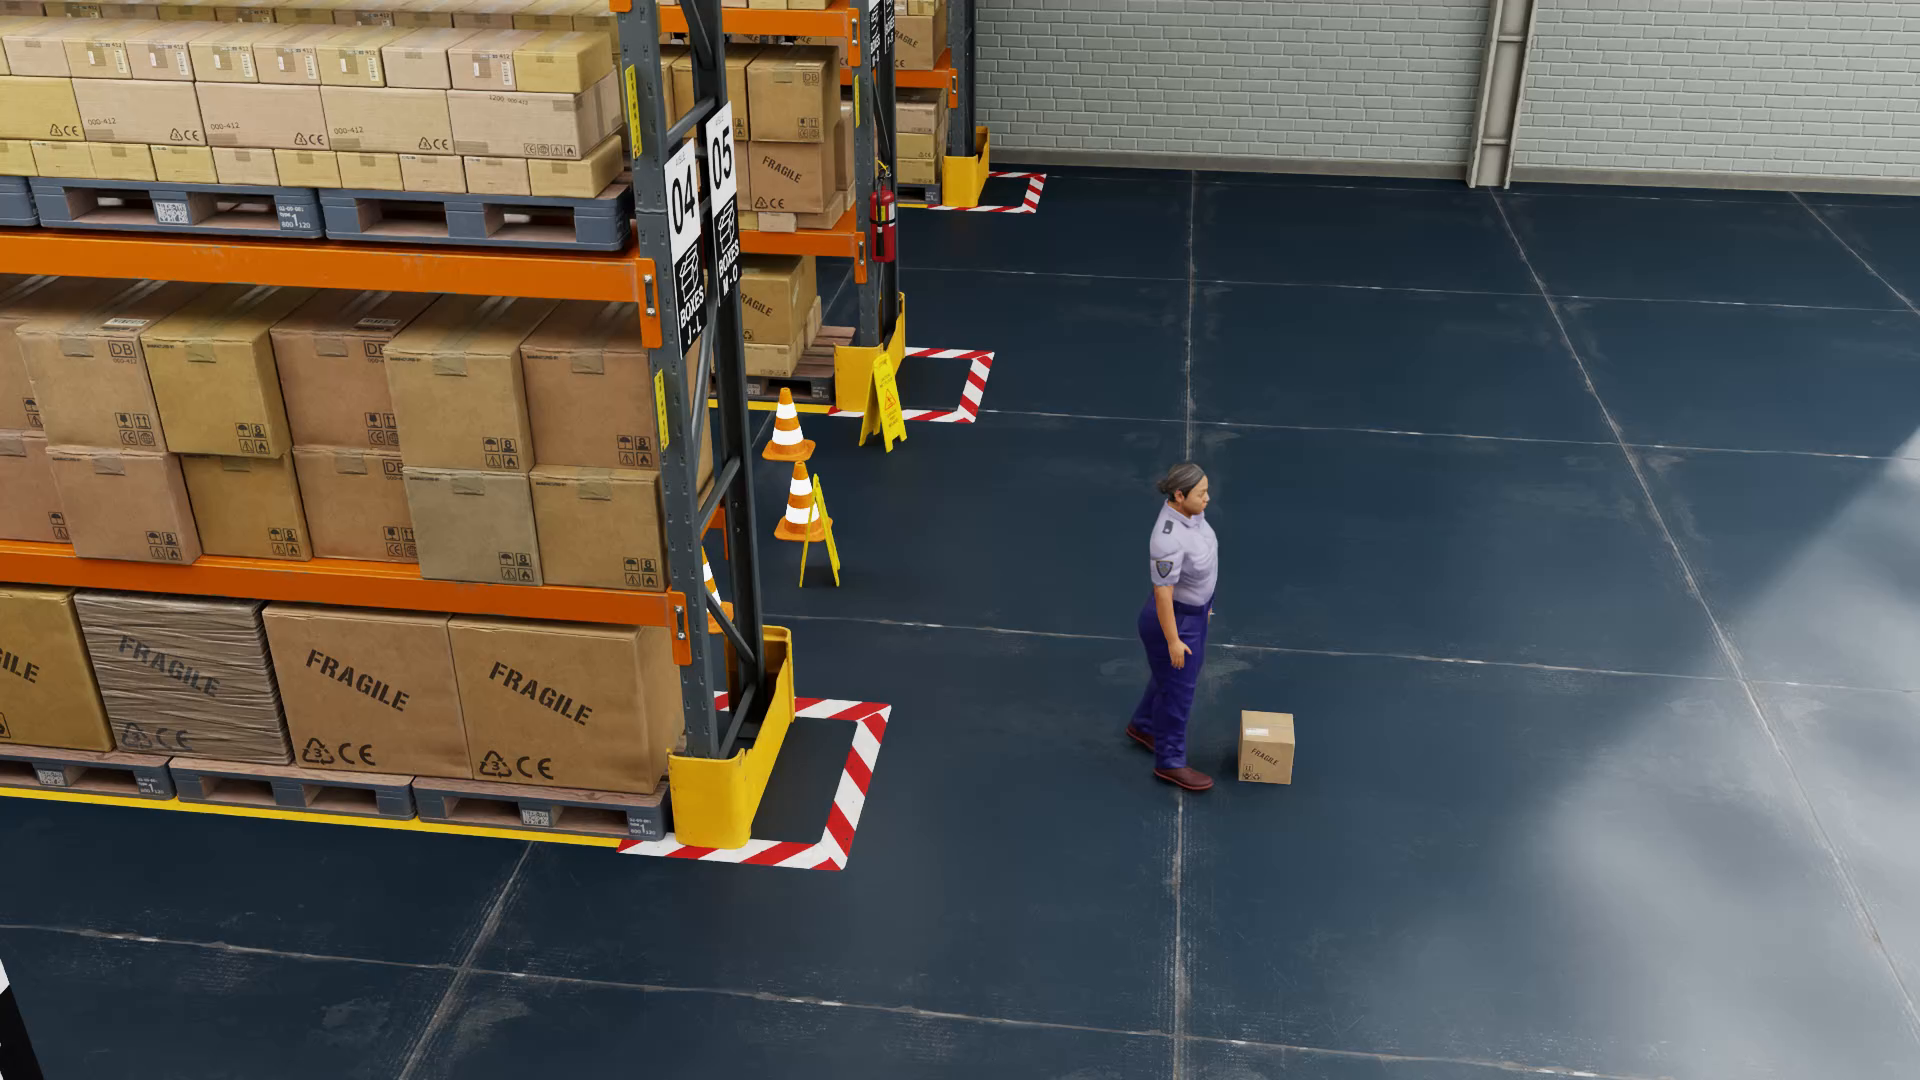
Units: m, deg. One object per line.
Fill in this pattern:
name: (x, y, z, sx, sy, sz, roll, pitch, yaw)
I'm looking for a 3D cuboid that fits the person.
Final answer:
person: (1.040, 0.384, 7.912, 0.503, 1.656, 0.493, 9, 30, 16)
